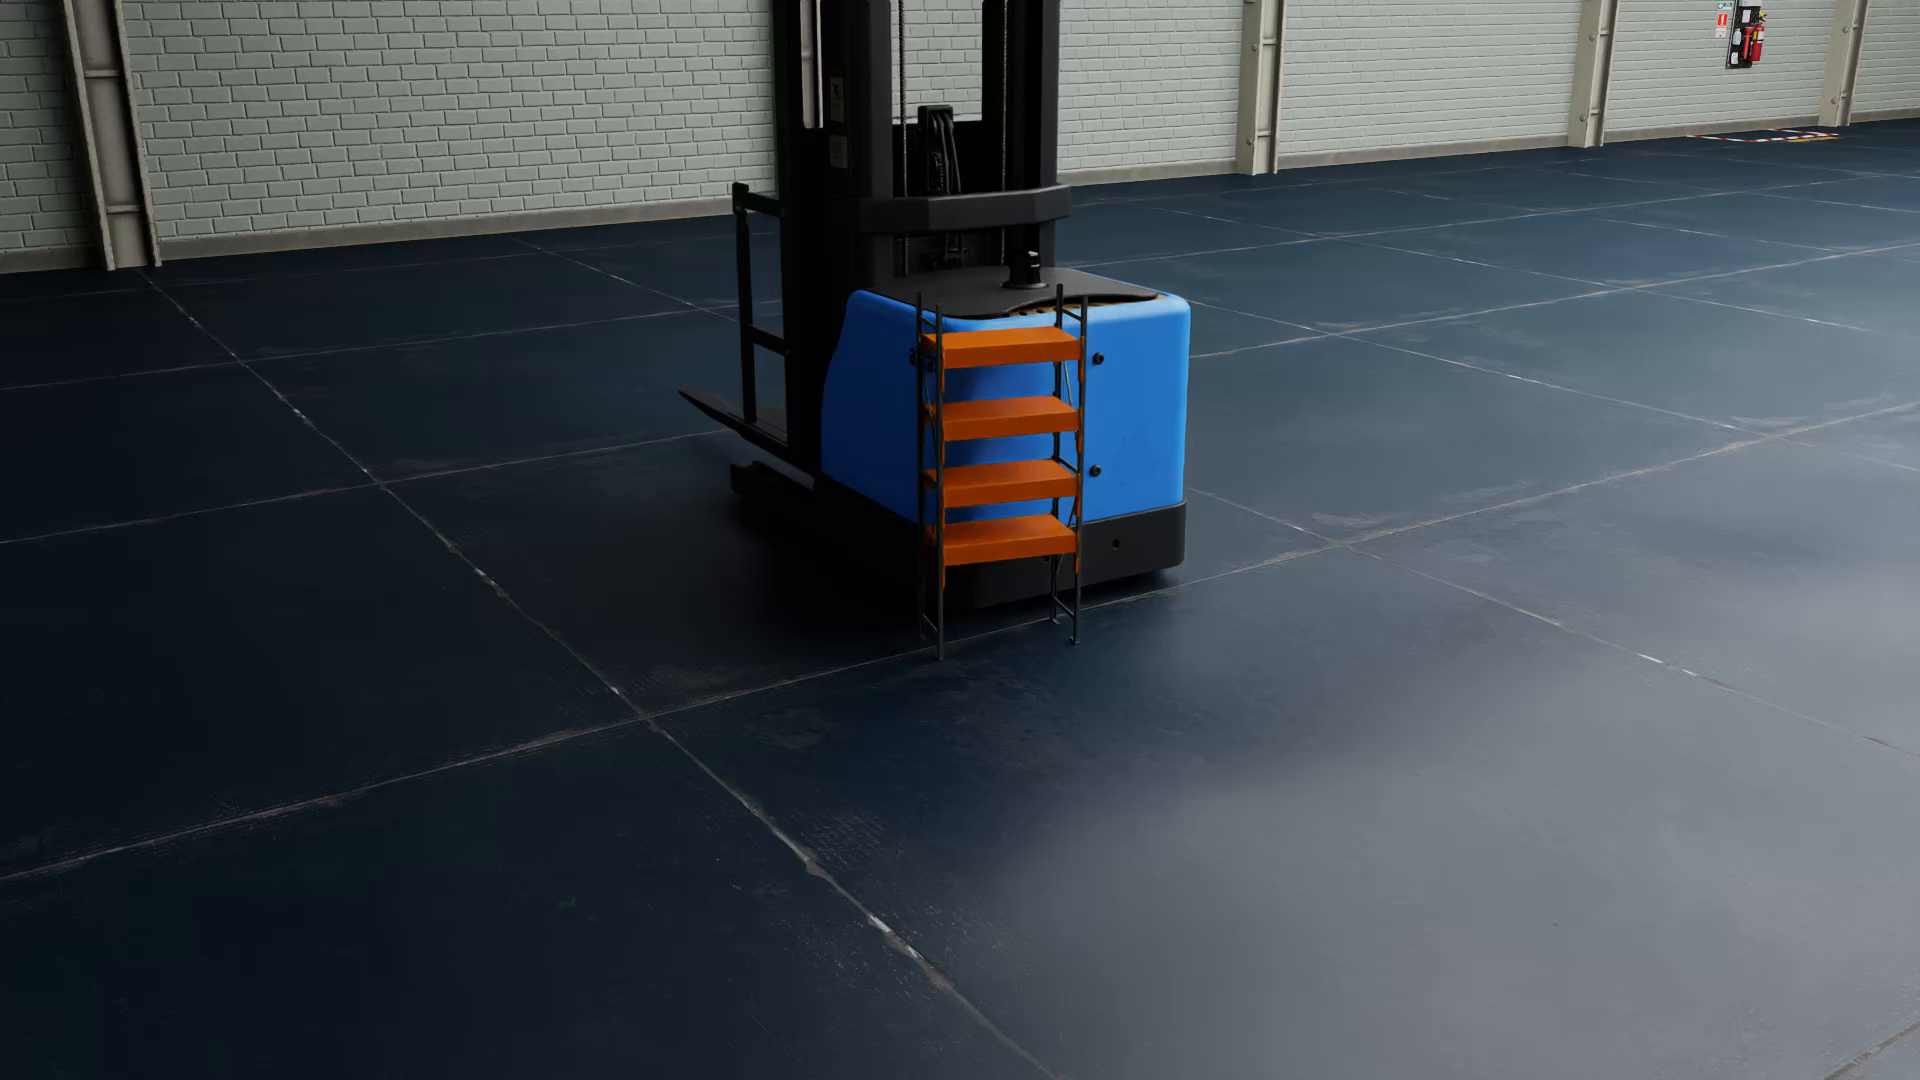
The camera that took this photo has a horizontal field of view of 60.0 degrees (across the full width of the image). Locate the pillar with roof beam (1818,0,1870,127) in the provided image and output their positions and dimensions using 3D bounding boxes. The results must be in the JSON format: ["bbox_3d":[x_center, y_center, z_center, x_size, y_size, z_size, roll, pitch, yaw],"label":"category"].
[{"bbox_3d":[15.846,-9.515,20.839,0.400,9.000,9.100,-12,22,-31],"label":"pillar with roof beam"}]

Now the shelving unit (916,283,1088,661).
[{"bbox_3d":[0.133,-0.225,5.536,0.503,1.200,0.258,-6,20,-17],"label":"shelving unit"}]

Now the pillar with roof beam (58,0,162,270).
[{"bbox_3d":[-4.198,-5.288,8.335,0.400,9.000,9.100,-12,22,-31],"label":"pillar with roof beam"}]

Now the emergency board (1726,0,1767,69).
[{"bbox_3d":[11.393,-7.400,23.949,0.643,1.169,0.194,-12,22,-31],"label":"emergency board"}]

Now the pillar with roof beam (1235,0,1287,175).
[{"bbox_3d":[5.824,-7.401,14.587,0.400,9.000,9.100,-12,22,-31],"label":"pillar with roof beam"}]

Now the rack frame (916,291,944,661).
[{"bbox_3d":[-0.099,-0.201,5.465,0.015,1.200,0.240,-6,20,-17],"label":"rack frame"}]

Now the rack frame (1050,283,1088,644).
[{"bbox_3d":[0.365,-0.249,5.607,0.015,1.200,0.240,-6,20,-17],"label":"rack frame"}]

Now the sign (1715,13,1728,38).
[{"bbox_3d":[10.875,-7.347,23.737,0.234,0.329,0.001,-12,22,-31],"label":"sign"}]

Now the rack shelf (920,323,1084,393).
[{"bbox_3d":[0.133,-0.597,5.410,0.480,0.148,0.258,-6,20,-17],"label":"rack shelf"}]

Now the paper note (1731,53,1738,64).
[{"bbox_3d":[11.208,-6.970,24.052,0.142,0.148,0.016,-12,22,-31],"label":"paper note"}]

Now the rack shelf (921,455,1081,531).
[{"bbox_3d":[0.133,-0.161,5.558,0.480,0.148,0.258,-6,20,-17],"label":"rack shelf"}]

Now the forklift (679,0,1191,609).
[{"bbox_3d":[-0.339,-1.567,6.803,1.130,2.935,3.031,-11,21,-29],"label":"forklift"}]

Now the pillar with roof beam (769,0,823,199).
[{"bbox_3d":[0.813,-6.345,11.461,0.400,9.000,9.100,-12,22,-31],"label":"pillar with roof beam"}]

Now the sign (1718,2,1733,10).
[{"bbox_3d":[10.884,-7.596,23.647,0.331,0.109,0.001,-12,22,-31],"label":"sign"}]

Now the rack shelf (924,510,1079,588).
[{"bbox_3d":[0.133,0.027,5.621,0.480,0.148,0.258,-6,20,-17],"label":"rack shelf"}]

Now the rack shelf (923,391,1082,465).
[{"bbox_3d":[0.133,-0.373,5.486,0.480,0.148,0.258,-6,20,-17],"label":"rack shelf"}]

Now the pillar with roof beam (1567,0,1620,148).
[{"bbox_3d":[10.835,-8.458,17.713,0.400,9.000,9.100,-12,22,-31],"label":"pillar with roof beam"}]
